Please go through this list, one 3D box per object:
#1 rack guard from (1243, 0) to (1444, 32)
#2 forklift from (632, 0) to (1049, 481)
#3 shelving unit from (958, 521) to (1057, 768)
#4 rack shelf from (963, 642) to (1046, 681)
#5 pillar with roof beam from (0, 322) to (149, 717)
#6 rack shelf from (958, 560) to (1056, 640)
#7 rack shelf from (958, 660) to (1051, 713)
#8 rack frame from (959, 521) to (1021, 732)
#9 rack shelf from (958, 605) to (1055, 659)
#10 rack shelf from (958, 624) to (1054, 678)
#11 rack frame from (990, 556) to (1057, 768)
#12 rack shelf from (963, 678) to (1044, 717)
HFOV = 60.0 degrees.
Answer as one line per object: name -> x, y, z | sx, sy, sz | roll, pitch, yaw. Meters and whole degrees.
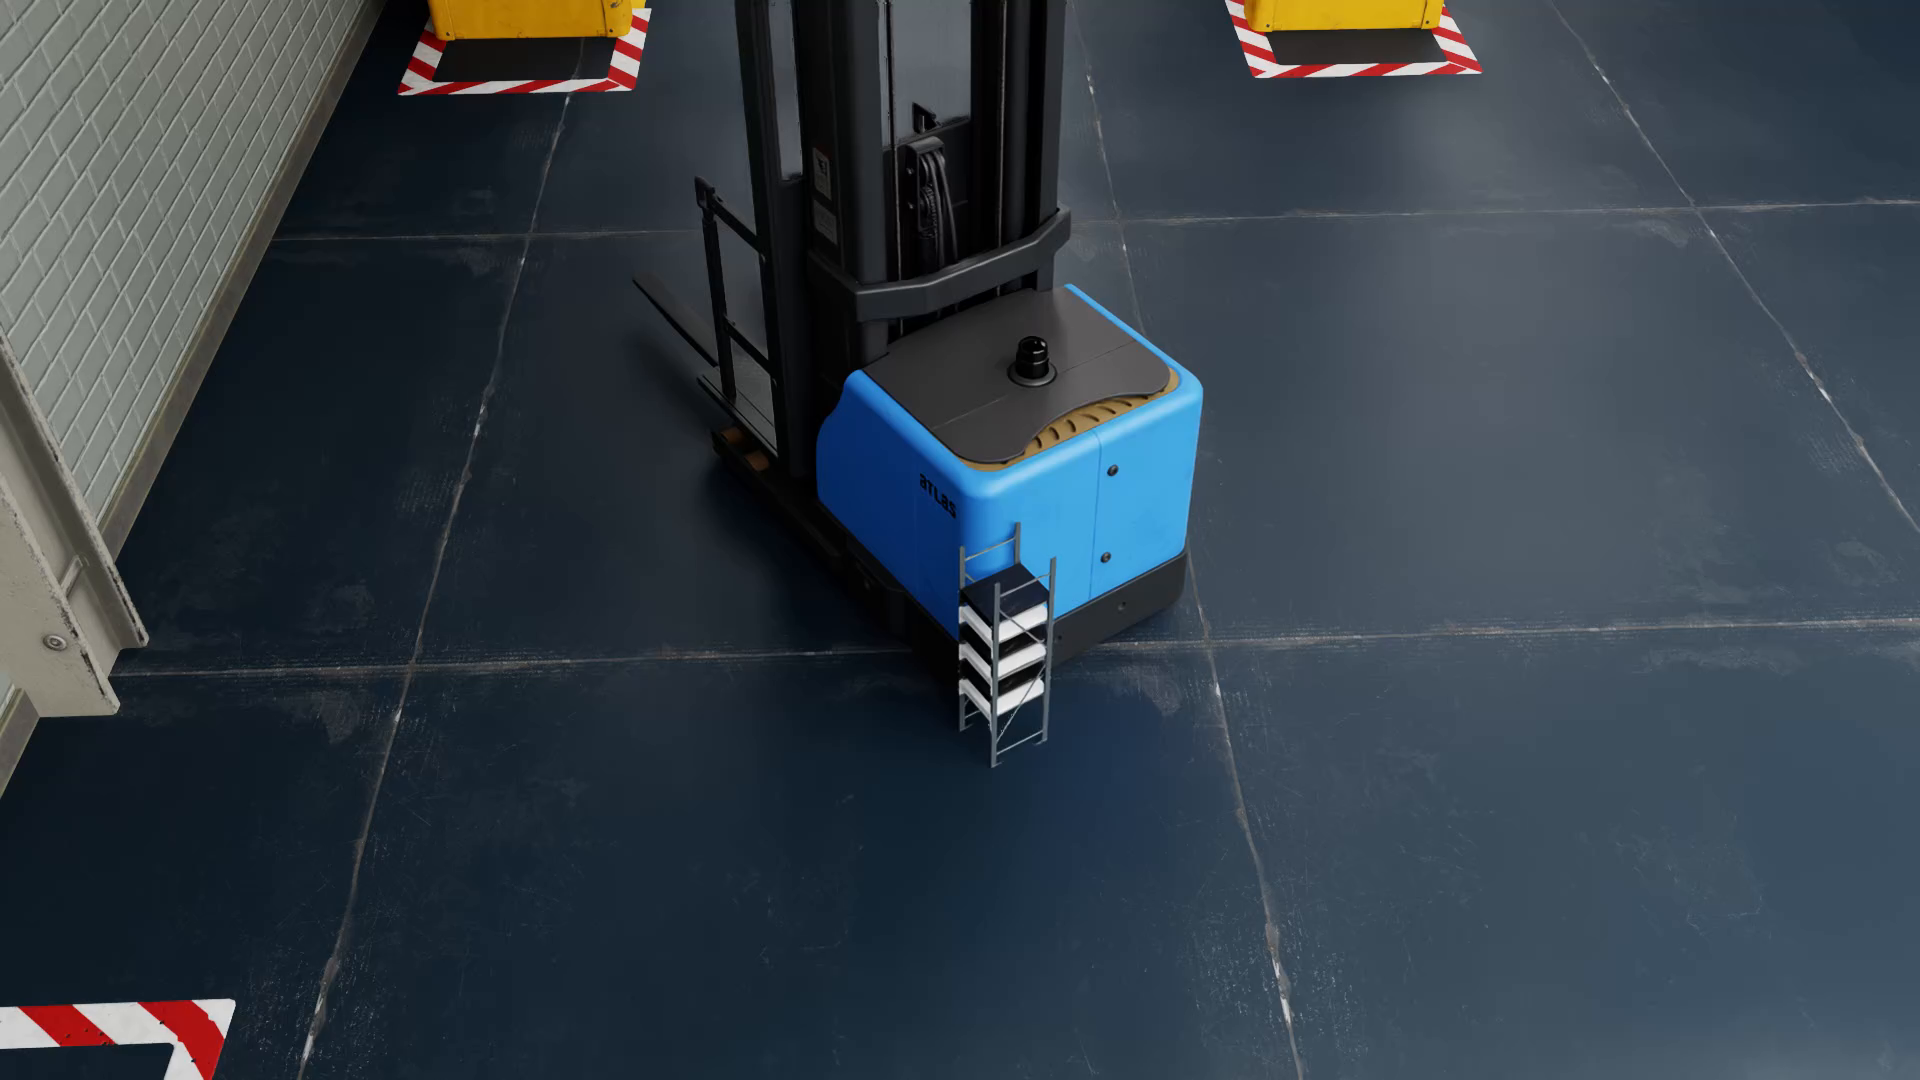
rack guard -> 2.351, -3.410, 10.100 | 1.175, 0.500, 0.348 | -2, 43, -2
forklift -> -0.386, -1.463, 6.177 | 1.110, 2.935, 3.031 | -25, 48, -25
shelving unit -> 0.154, 0.372, 5.678 | 0.258, 0.900, 0.210 | -24, 48, -24
rack shelf -> 0.154, 0.381, 5.687 | 0.221, 0.026, 0.190 | -24, 48, -24
pillar with roof beam -> 1.063, -2.935, 3.292 | 9.100, 9.000, 0.400 | -2, 43, -2
rack shelf -> 0.154, 0.197, 5.518 | 0.258, 0.077, 0.200 | -24, 48, -24
rack shelf -> 0.154, 0.463, 5.762 | 0.258, 0.077, 0.200 | -24, 48, -24
rack frame -> 0.099, 0.314, 5.741 | 0.240, 0.900, 0.006 | -24, 48, -24
rack shelf -> 0.154, 0.264, 5.579 | 0.258, 0.077, 0.200 | -24, 48, -24
rack shelf -> 0.154, 0.330, 5.640 | 0.258, 0.077, 0.200 | -24, 48, -24
rack frame -> 0.209, 0.430, 5.615 | 0.240, 0.900, 0.006 | -24, 48, -24
rack shelf -> 0.154, 0.514, 5.809 | 0.221, 0.026, 0.190 | -24, 48, -24
